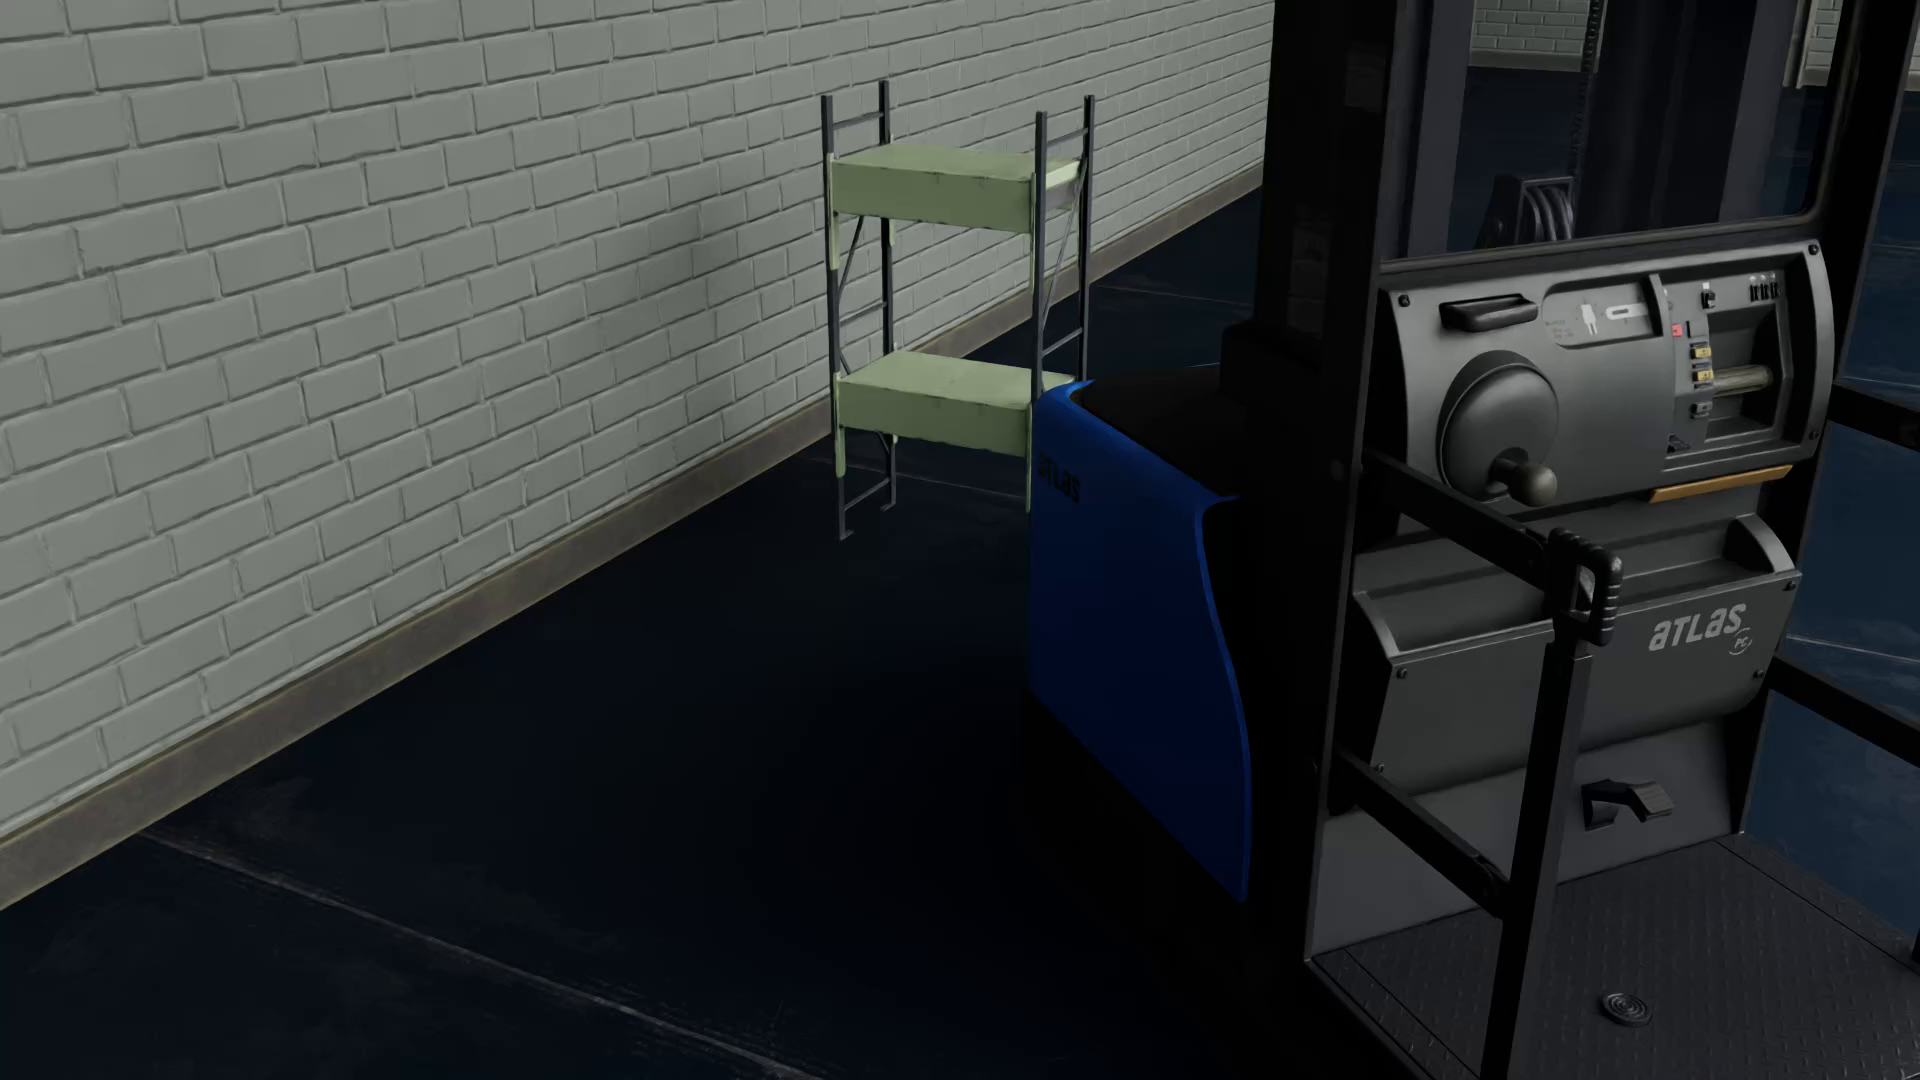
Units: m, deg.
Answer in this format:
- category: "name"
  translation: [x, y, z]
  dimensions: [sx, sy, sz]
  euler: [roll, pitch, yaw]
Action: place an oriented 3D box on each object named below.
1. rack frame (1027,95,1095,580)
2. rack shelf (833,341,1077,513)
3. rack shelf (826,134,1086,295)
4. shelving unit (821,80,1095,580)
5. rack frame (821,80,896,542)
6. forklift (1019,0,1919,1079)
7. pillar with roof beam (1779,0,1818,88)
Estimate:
- category: "rack frame"
  translation: [0.321, -0.627, 5.307]
  dimensions: [0.023, 1.500, 0.400]
  euler: [11, 25, 25]
- category: "rack shelf"
  translation: [-0.006, -0.391, 5.587]
  dimensions: [0.720, 0.370, 0.431]
  euler: [11, 25, 25]
- category: "rack shelf"
  translation: [-0.006, -1.050, 5.307]
  dimensions: [0.720, 0.370, 0.431]
  euler: [11, 25, 25]
- category: "shelving unit"
  translation: [-0.006, -0.691, 5.459]
  dimensions: [0.755, 1.500, 0.431]
  euler: [11, 25, 25]
- category: "rack frame"
  translation: [-0.333, -0.756, 5.611]
  dimensions: [0.023, 1.500, 0.400]
  euler: [11, 25, 25]
- category: "forklift"
  translation: [1.199, -0.263, 2.623]
  dimensions: [1.130, 2.935, 3.031]
  euler: [-10, 25, -21]
- category: "pillar with roof beam"
  translation: [5.999, -7.050, 10.830]
  dimensions: [0.400, 9.000, 9.100]
  euler: [11, 25, 25]
